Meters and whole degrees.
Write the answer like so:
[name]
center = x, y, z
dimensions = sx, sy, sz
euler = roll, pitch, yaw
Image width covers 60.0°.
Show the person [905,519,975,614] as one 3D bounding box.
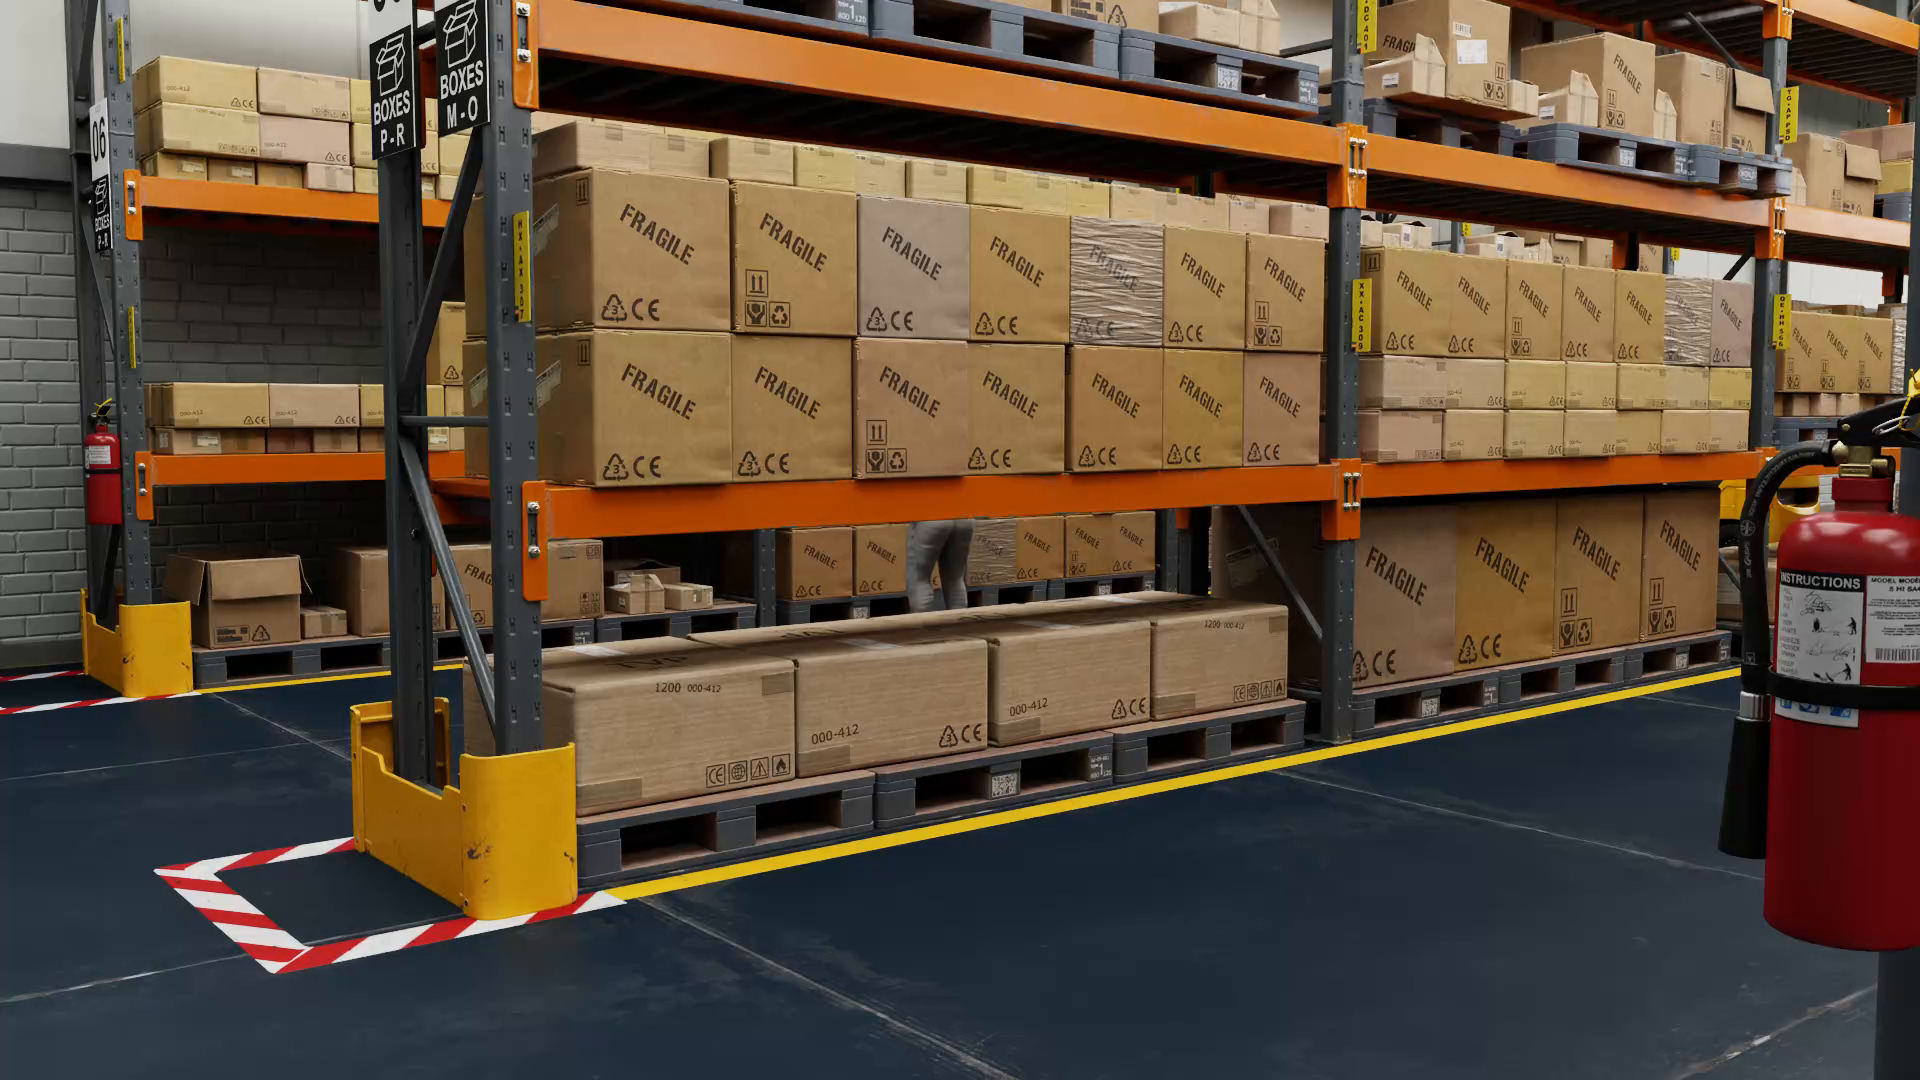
[person]
center = -0.182, -0.102, 10.624
dimensions = 0.452, 1.663, 0.540
euler = -4, 6, -39
